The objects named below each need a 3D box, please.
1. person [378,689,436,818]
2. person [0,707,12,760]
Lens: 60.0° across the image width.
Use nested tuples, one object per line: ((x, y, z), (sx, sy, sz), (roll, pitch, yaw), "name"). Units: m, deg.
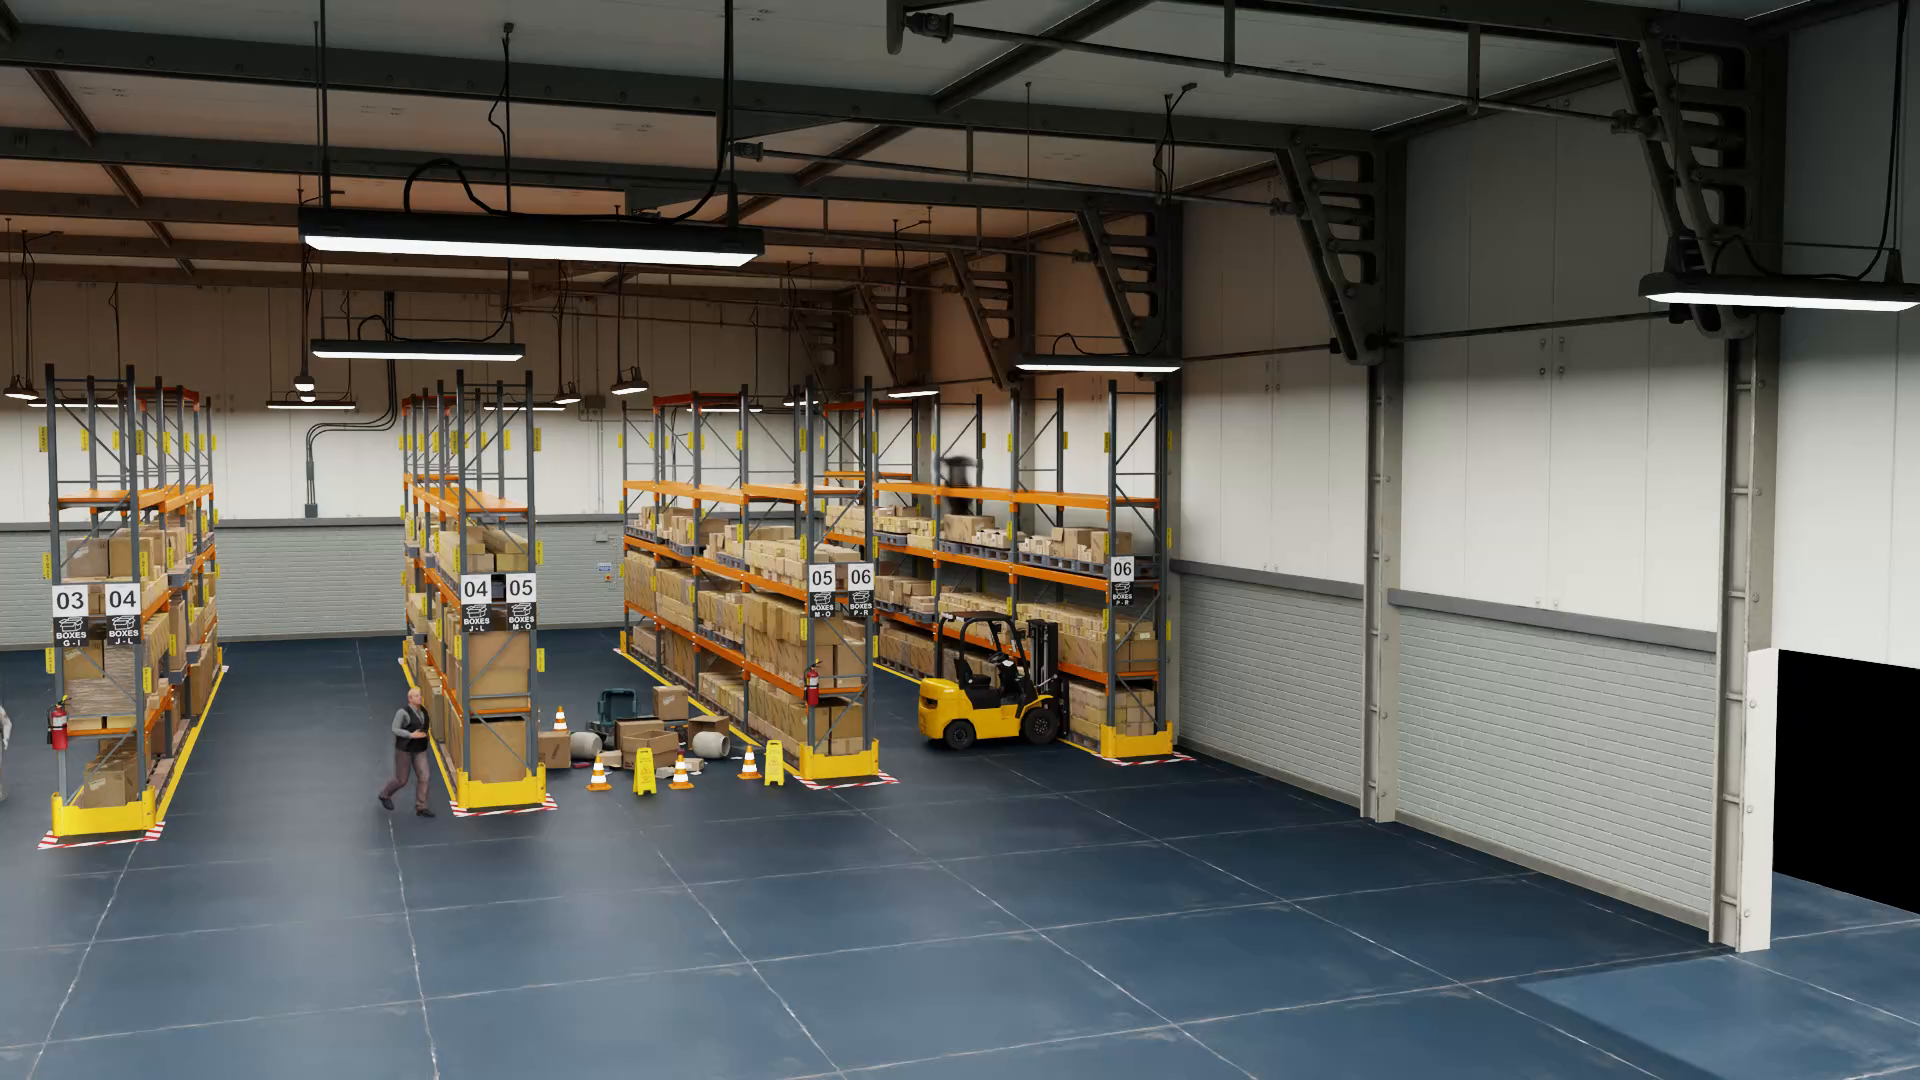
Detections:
((-7.363, 2.837, 22.274), (0.914, 1.709, 0.660), (2, 4, 34), "person")
((-13.491, 2.848, 23.060), (0.610, 1.640, 0.716), (-2, 4, -27), "person")
